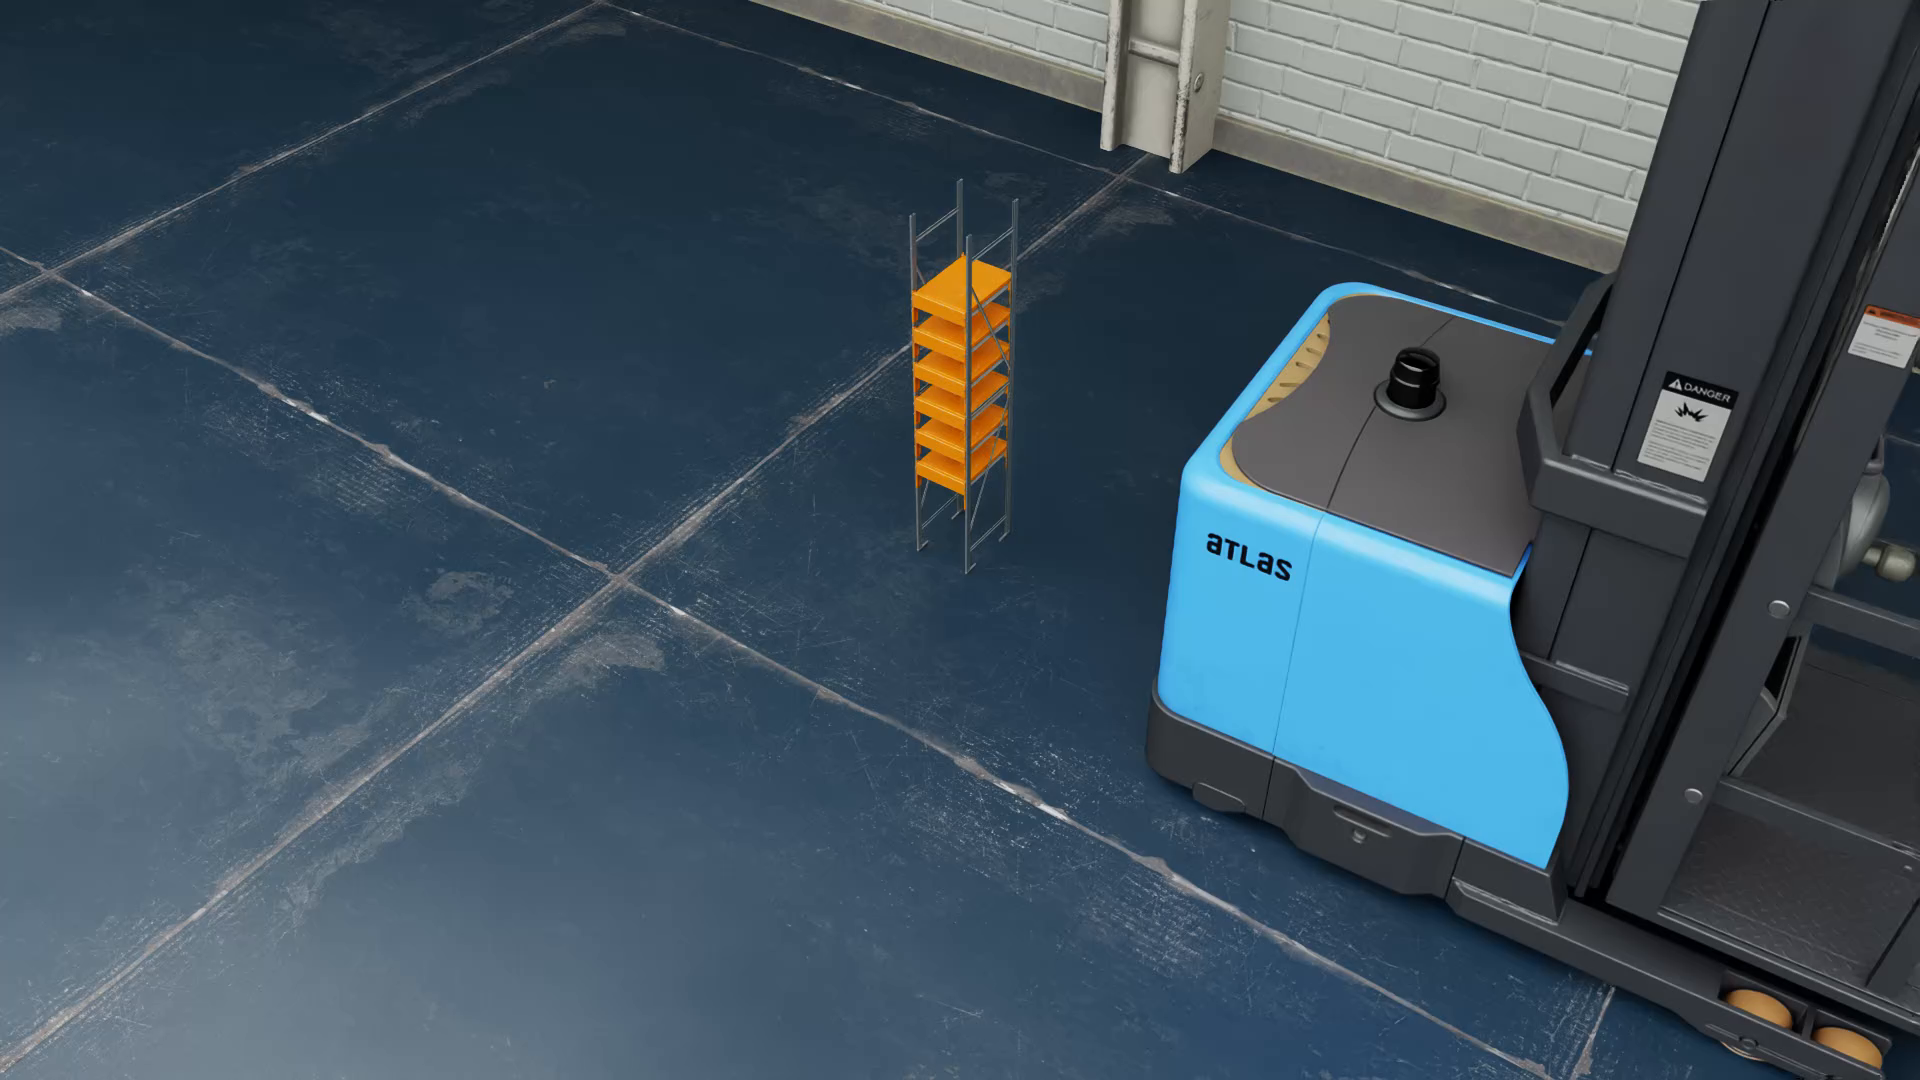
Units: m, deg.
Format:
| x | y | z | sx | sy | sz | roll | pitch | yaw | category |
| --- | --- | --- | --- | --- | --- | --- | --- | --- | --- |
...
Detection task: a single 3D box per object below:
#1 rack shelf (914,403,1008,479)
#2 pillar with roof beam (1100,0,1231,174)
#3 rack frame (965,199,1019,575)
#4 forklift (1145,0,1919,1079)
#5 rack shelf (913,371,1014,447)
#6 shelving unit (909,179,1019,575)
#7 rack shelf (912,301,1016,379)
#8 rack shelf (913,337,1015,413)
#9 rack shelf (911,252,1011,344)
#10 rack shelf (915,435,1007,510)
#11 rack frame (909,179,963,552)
| x | y | z | sx | sy | sz | roll | pitch | yaw | category |
| --- | --- | --- | --- | --- | --- | --- | --- | --- | --- |
| 0.012 | -0.319 | 4.953 | 0.180 | 0.103 | 0.258 | 25 | 48 | 25 | rack shelf |
| -1.624 | -2.694 | 1.513 | 0.400 | 9.000 | 9.100 | 25 | 48 | 25 | pillar with roof beam |
| 0.087 | -0.407 | 4.805 | 0.006 | 1.200 | 0.240 | 25 | 48 | 25 | rack frame |
| 2.029 | -0.220 | 3.298 | 3.031 | 2.935 | 1.130 | 22 | 46 | 23 | forklift |
| 0.012 | -0.408 | 4.873 | 0.180 | 0.103 | 0.258 | 25 | 48 | 25 | rack shelf |
| 0.012 | -0.442 | 4.844 | 0.189 | 1.200 | 0.258 | 25 | 48 | 25 | shelving unit |
| 0.012 | -0.587 | 4.713 | 0.180 | 0.103 | 0.258 | 25 | 48 | 25 | rack shelf |
| 0.012 | -0.498 | 4.793 | 0.180 | 0.103 | 0.258 | 25 | 48 | 25 | rack shelf |
| 0.012 | -0.677 | 4.633 | 0.180 | 0.103 | 0.258 | 25 | 48 | 25 | rack shelf |
| 0.012 | -0.230 | 5.033 | 0.180 | 0.103 | 0.258 | 25 | 48 | 25 | rack shelf |
| -0.063 | -0.477 | 4.883 | 0.006 | 1.200 | 0.240 | 25 | 48 | 25 | rack frame |
